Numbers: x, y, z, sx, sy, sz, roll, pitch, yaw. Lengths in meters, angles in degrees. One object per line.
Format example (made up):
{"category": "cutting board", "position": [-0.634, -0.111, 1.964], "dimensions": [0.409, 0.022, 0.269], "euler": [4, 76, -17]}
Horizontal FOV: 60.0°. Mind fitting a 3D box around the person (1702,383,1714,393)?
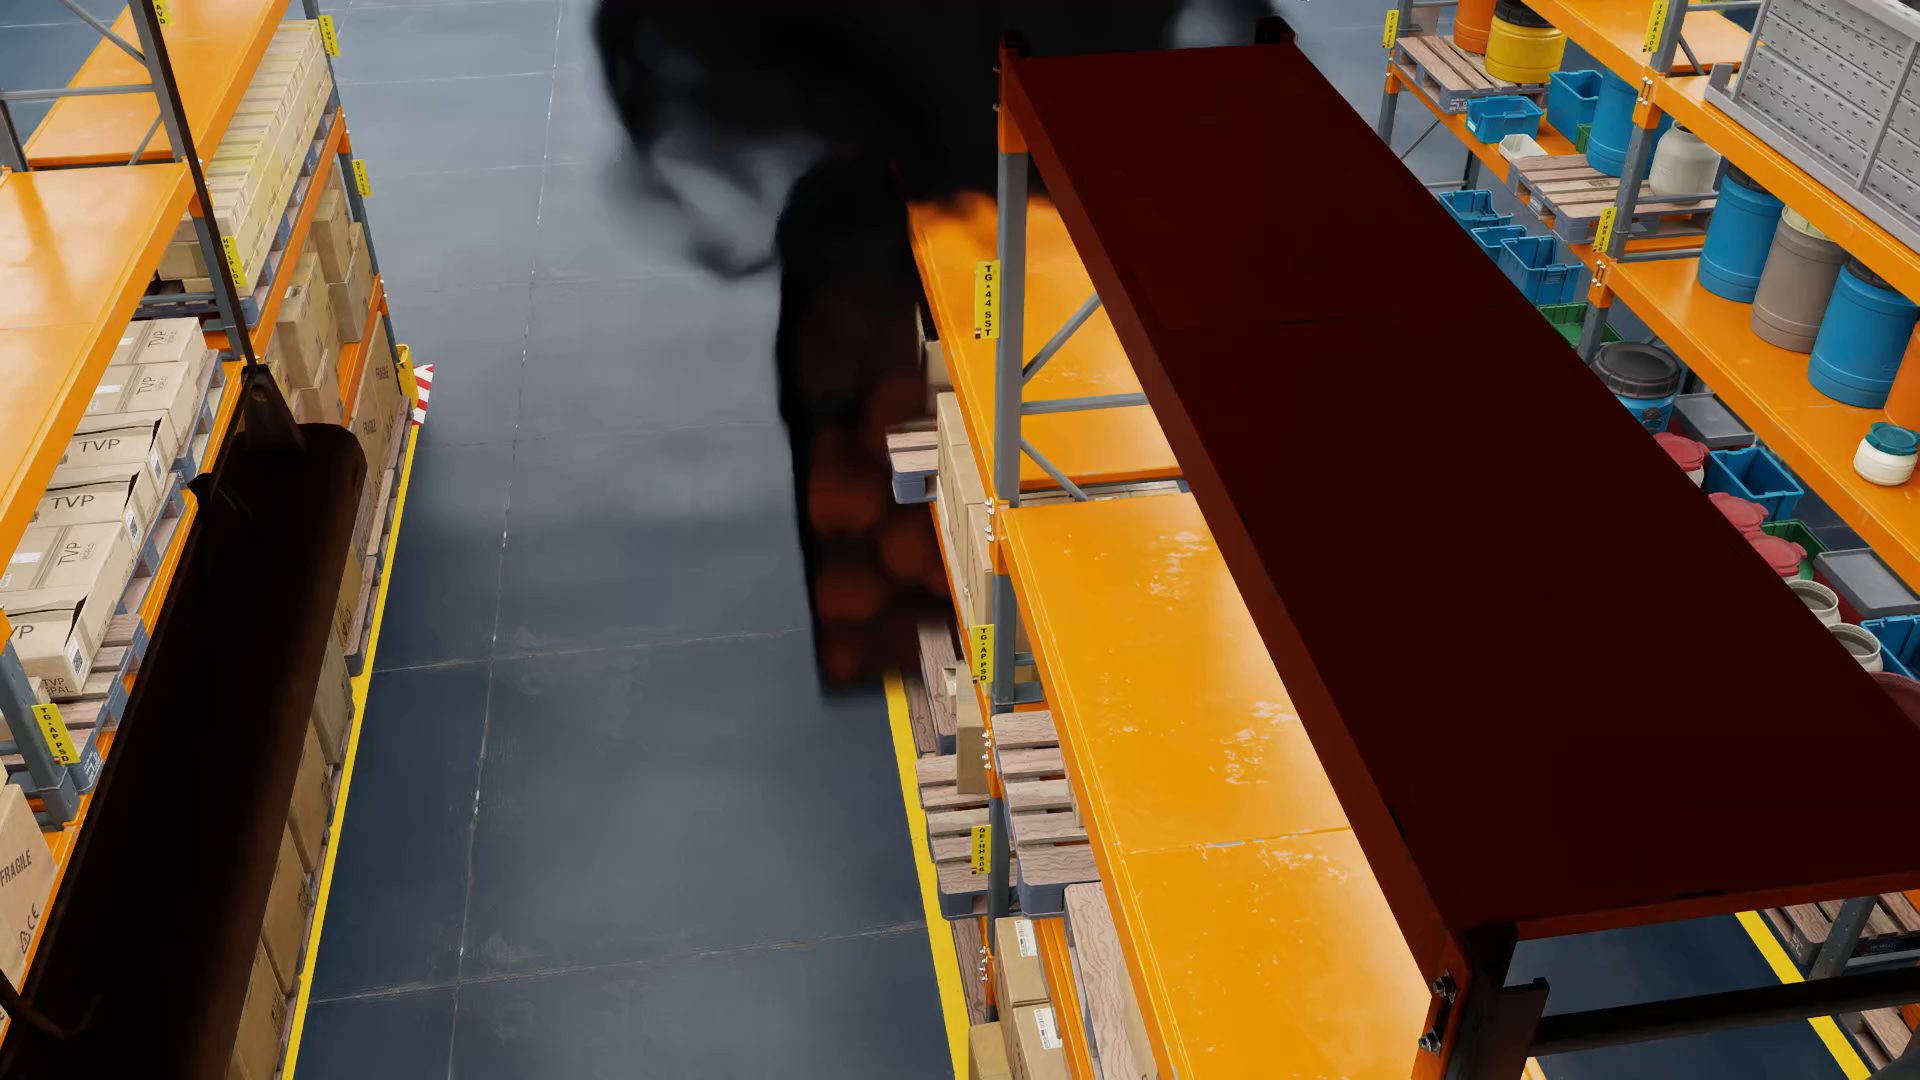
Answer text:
{"category": "person", "position": [6.362, -1.296, 13.844], "dimensions": [0.725, 1.673, 0.935], "euler": [-2, 36, -3]}
